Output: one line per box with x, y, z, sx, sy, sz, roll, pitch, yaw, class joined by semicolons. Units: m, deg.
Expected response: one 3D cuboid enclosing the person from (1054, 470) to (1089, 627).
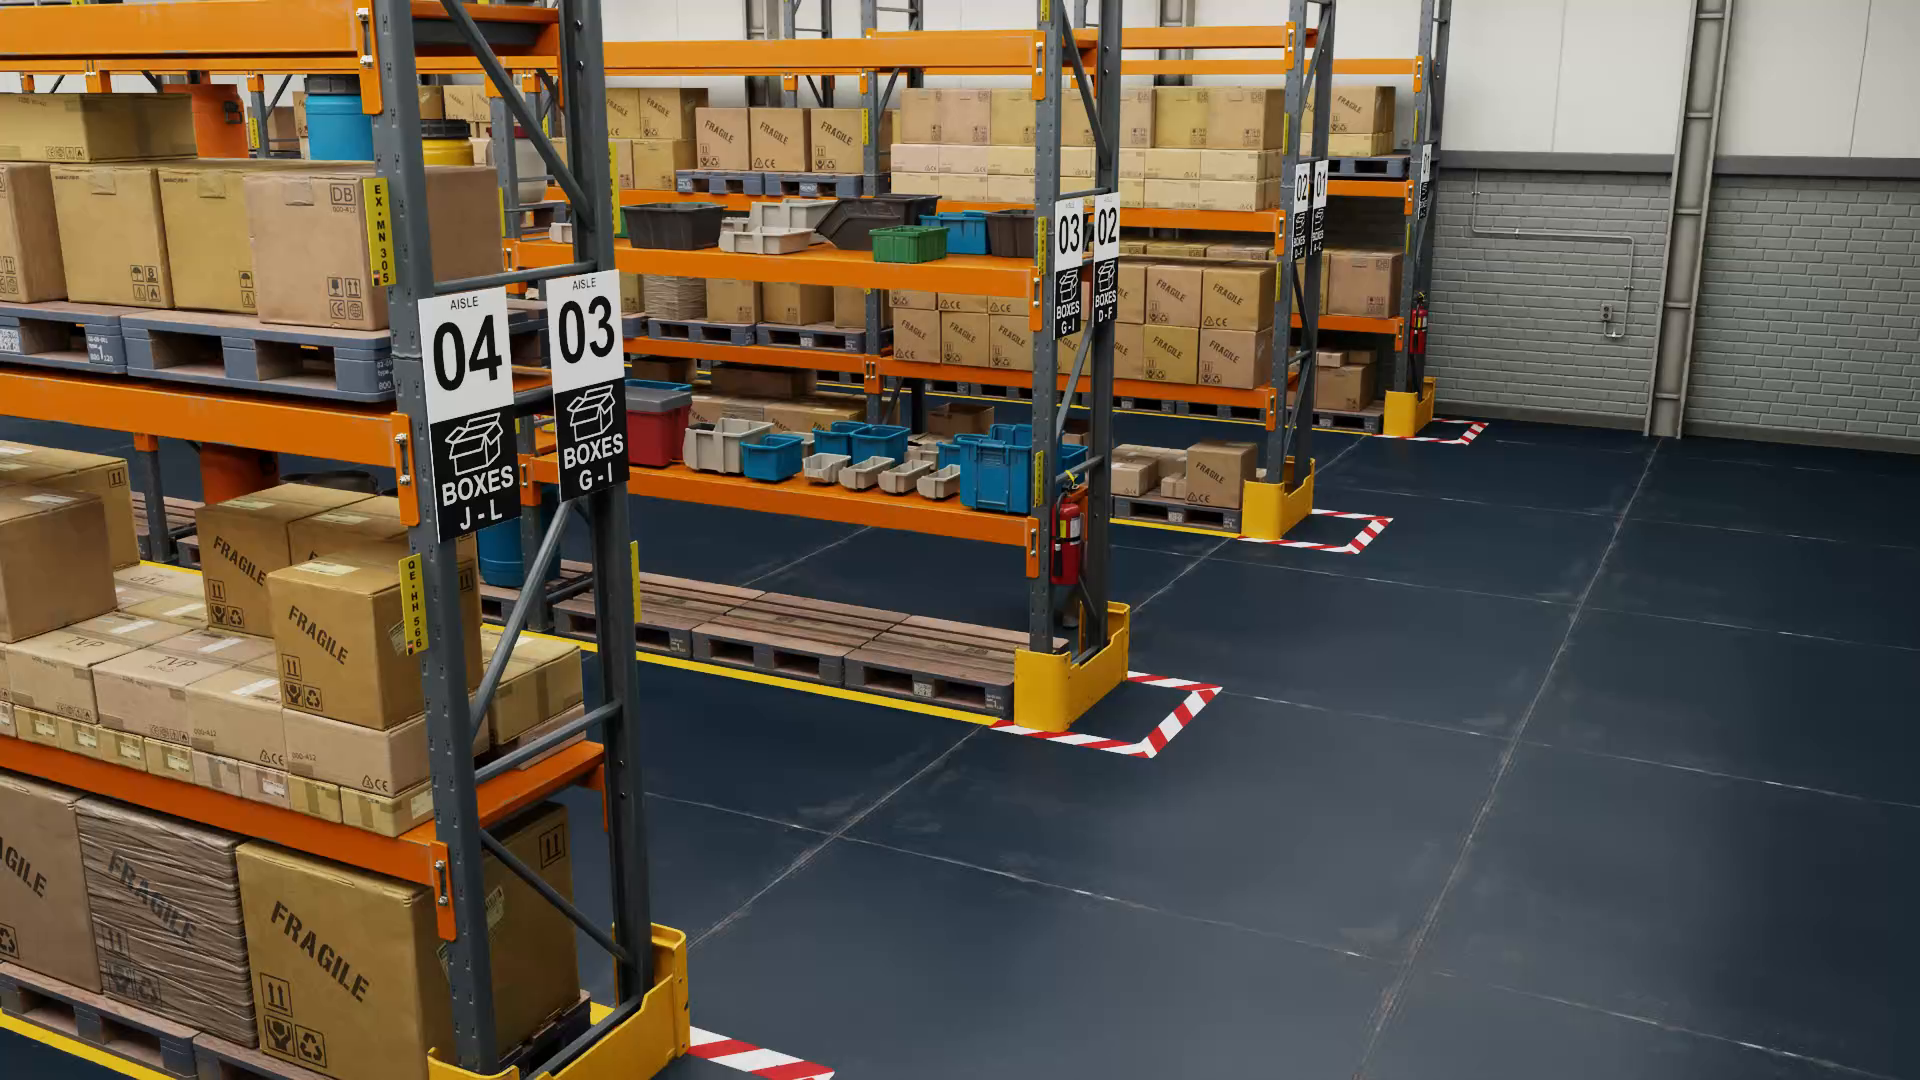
0.813;0.066;12.355;0.594;1.018;0.939;7;17;23;person
